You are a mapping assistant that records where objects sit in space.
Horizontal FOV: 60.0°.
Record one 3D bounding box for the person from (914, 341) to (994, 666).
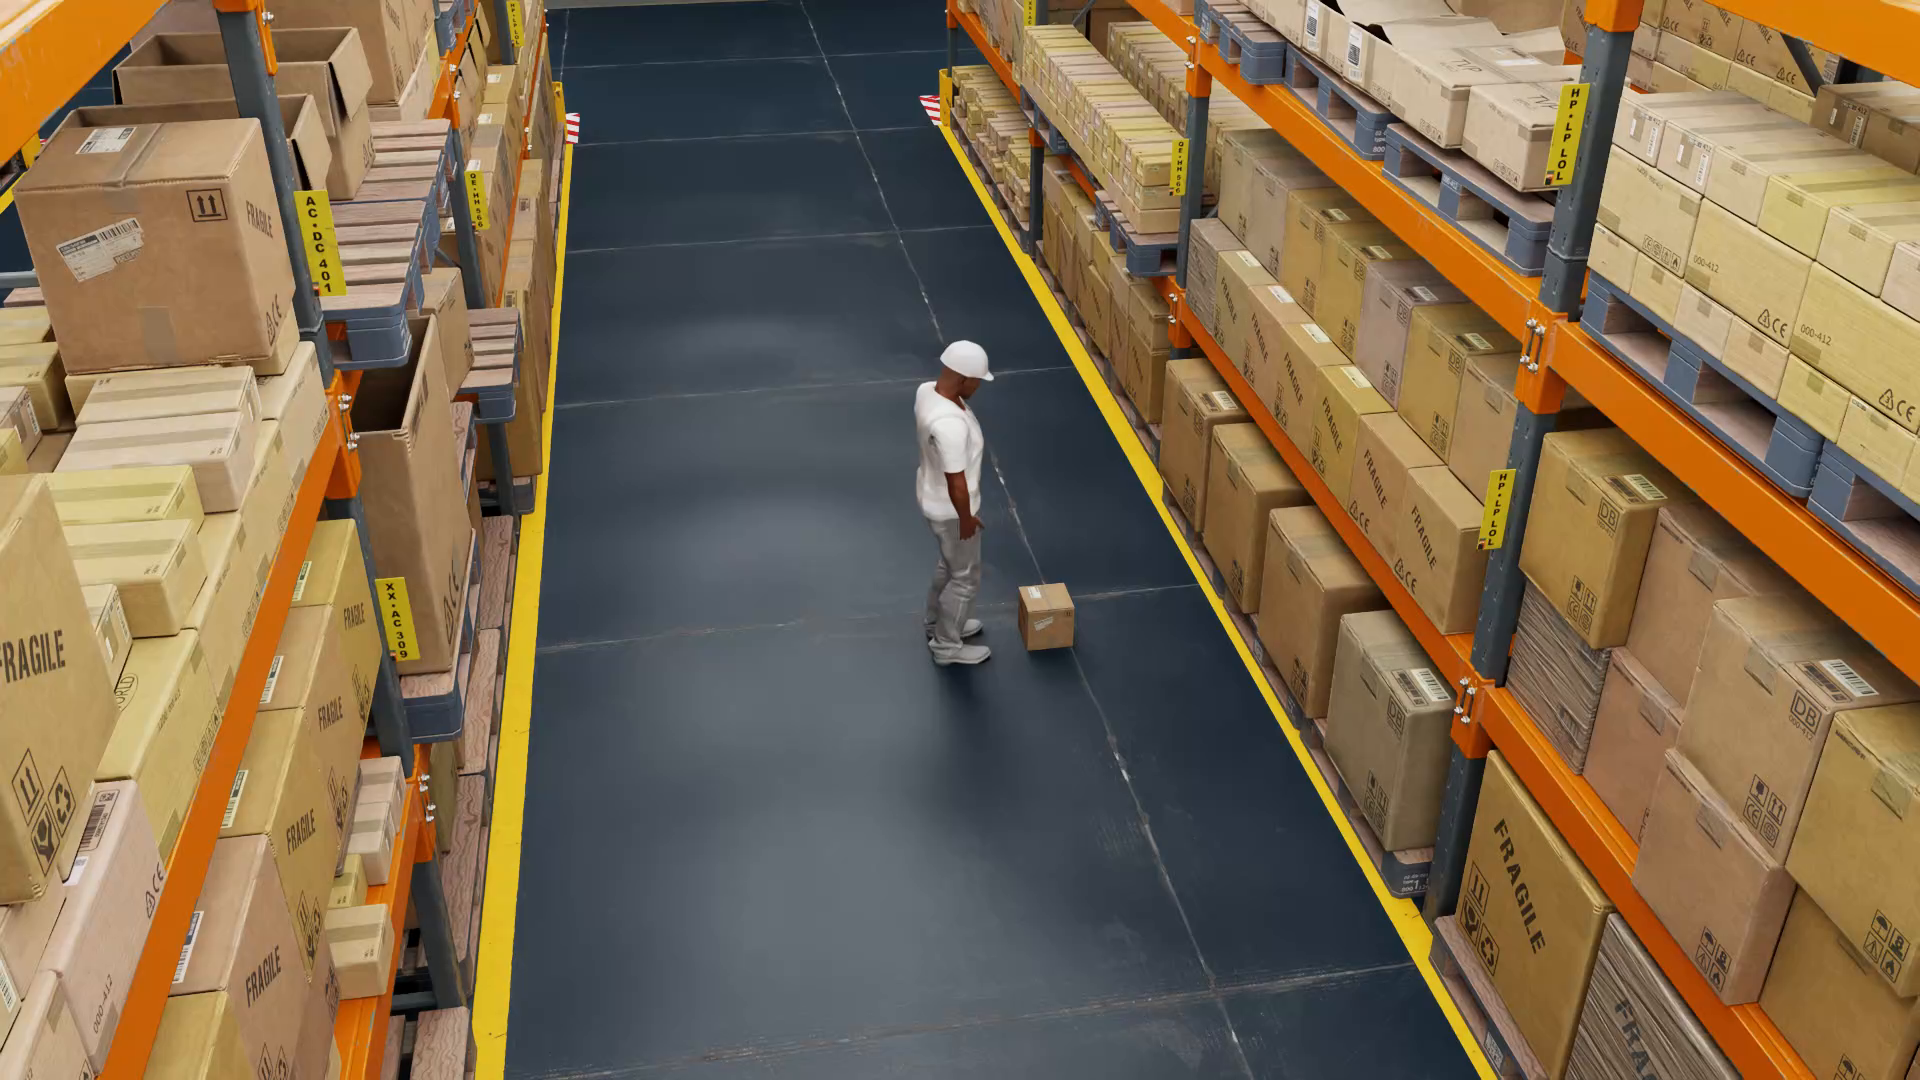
[{"bbox_3d":[-0.026,-0.200,8.470,0.390,1.747,0.575,-5,31,-8],"label":"person"}]
